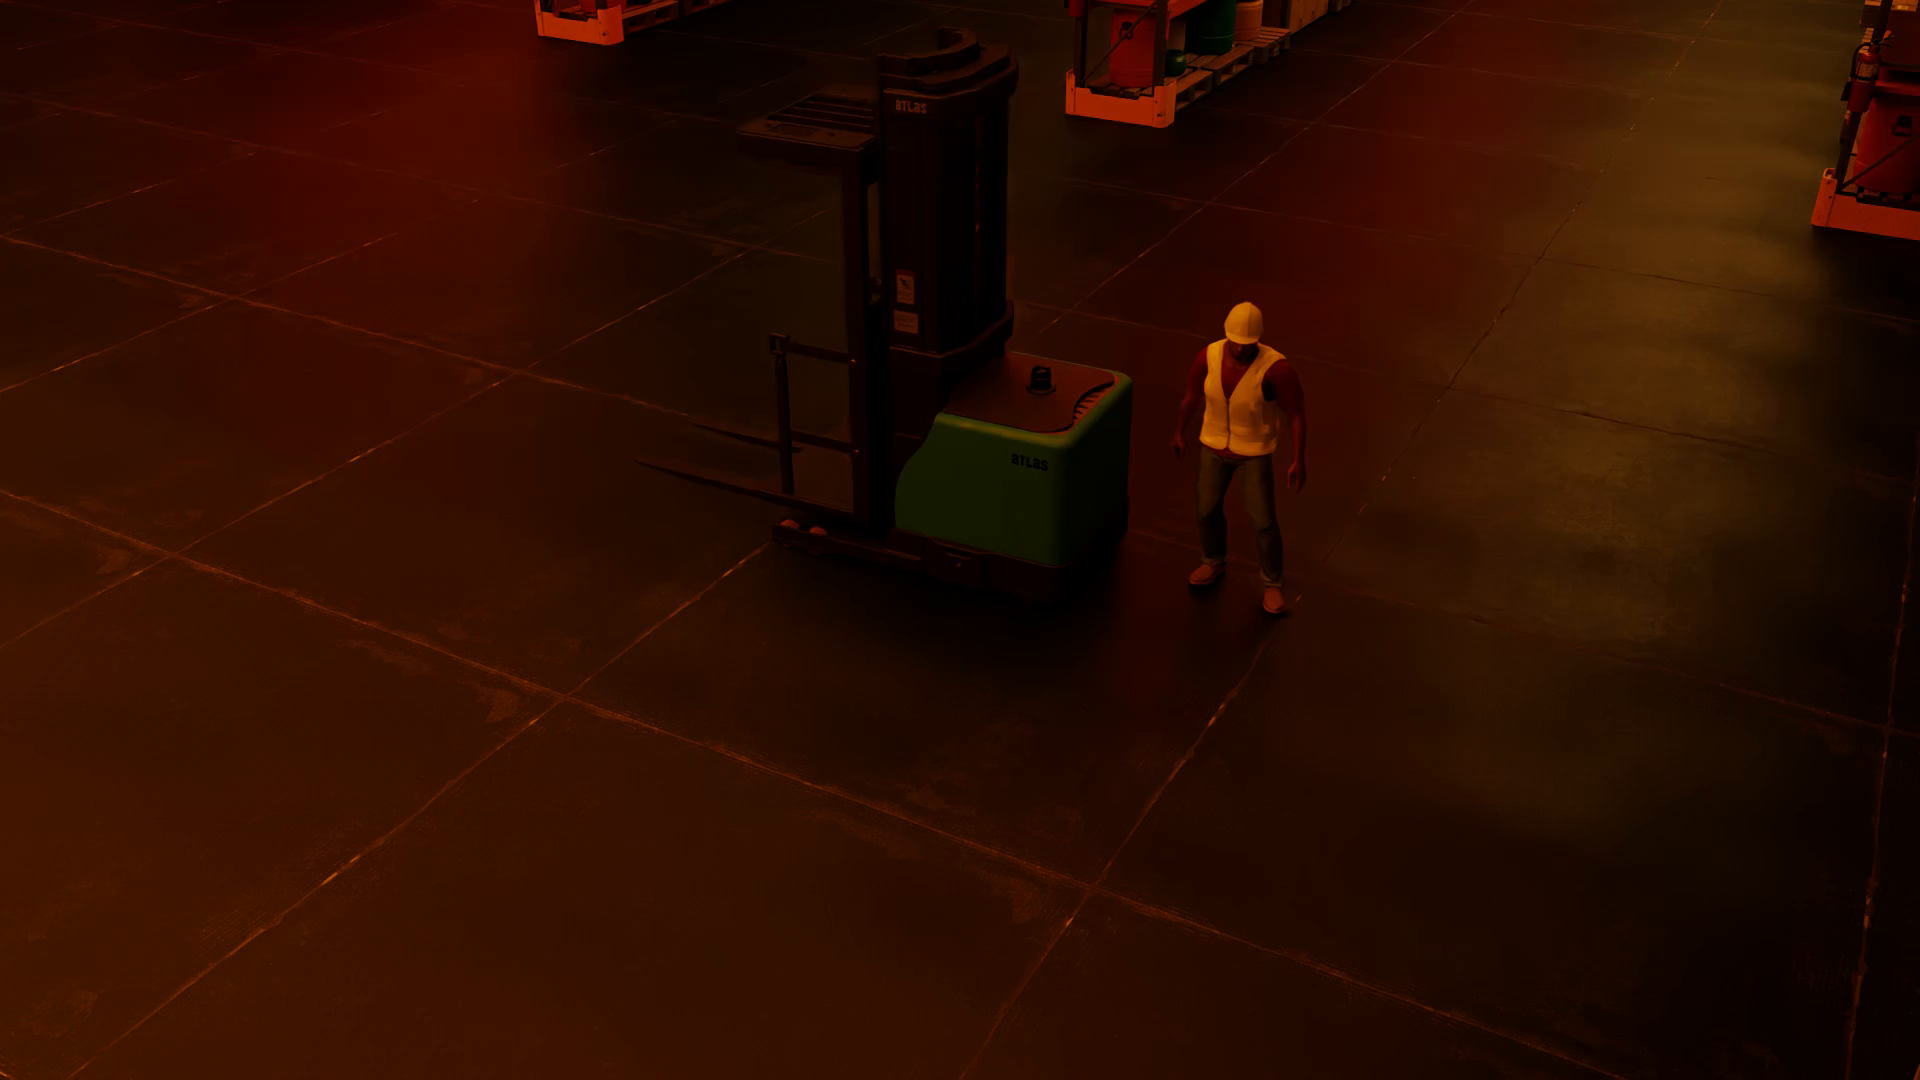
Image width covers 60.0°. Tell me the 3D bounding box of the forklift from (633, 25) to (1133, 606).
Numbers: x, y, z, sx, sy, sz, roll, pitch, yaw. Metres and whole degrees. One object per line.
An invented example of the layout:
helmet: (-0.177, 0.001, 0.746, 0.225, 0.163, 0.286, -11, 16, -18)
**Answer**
forklift: (-0.553, -1.401, 9.498, 3.031, 2.935, 1.130, 14, 33, 22)

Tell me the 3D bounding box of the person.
person: (1.519, -0.493, 9.118, 0.824, 1.740, 0.418, 16, 34, 26)
